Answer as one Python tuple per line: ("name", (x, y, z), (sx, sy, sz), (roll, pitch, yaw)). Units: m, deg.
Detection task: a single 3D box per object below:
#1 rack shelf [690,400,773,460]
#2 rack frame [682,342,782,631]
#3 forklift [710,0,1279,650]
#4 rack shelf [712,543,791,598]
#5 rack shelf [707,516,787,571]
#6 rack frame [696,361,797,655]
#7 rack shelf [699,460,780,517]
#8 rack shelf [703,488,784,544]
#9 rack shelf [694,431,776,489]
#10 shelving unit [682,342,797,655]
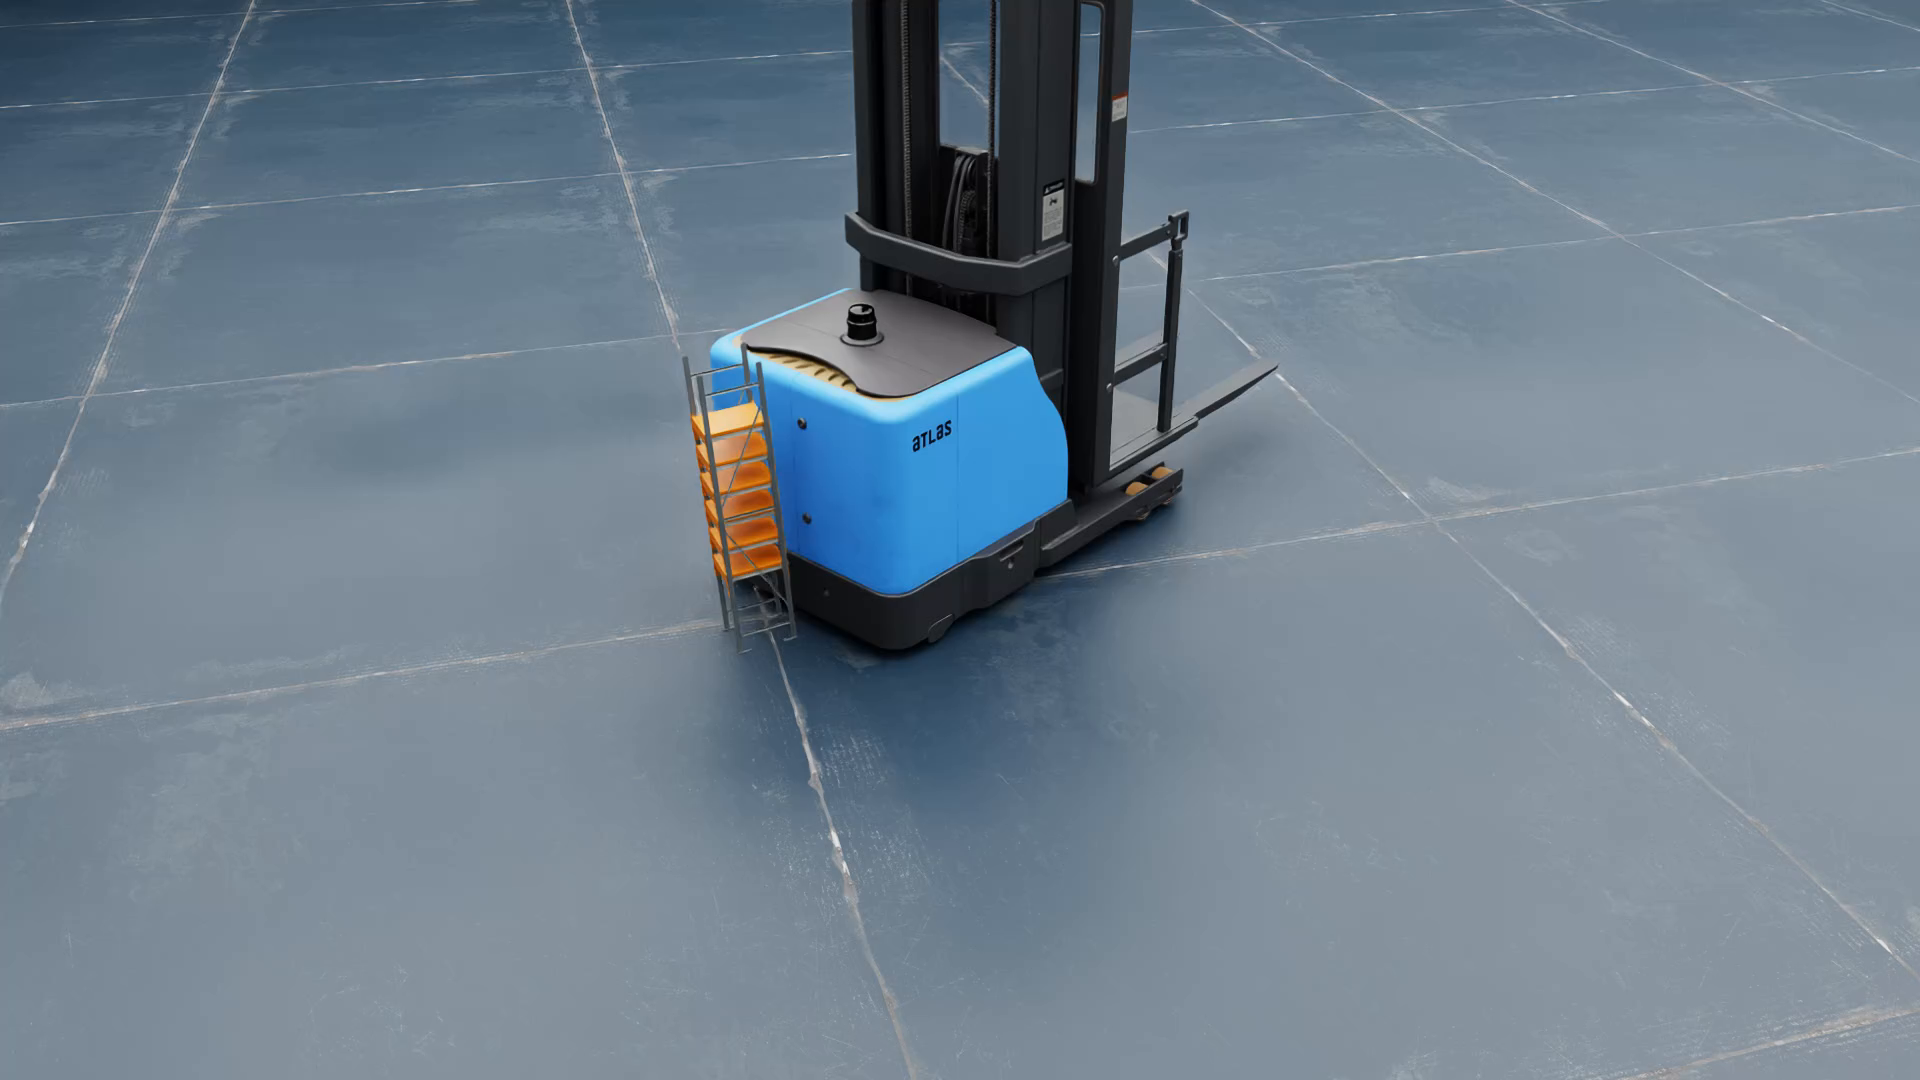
("rack shelf", (-0.839, -0.406, 6.110), (0.258, 0.103, 0.180), (-16, 33, -19))
("rack frame", (-0.859, -0.179, 6.347), (0.240, 1.200, 0.006), (-16, 33, -19))
("forklift", (0.358, -1.507, 6.927), (1.130, 2.935, 3.031), (24, 38, 35))
("rack shelf", (-0.806, 0.105, 6.423), (0.258, 0.103, 0.180), (-16, 33, -19))
("rack shelf", (-0.813, 0.003, 6.360), (0.258, 0.103, 0.180), (-16, 33, -19))
("rack frame", (-0.785, -0.095, 6.202), (0.240, 1.200, 0.006), (-16, 33, -19))
("rack shelf", (-0.826, -0.202, 6.235), (0.258, 0.103, 0.180), (-16, 33, -19))
("rack shelf", (-0.820, -0.100, 6.297), (0.258, 0.103, 0.180), (-16, 33, -19))
("rack shelf", (-0.833, -0.304, 6.172), (0.258, 0.103, 0.180), (-16, 33, -19))
("shelving unit", (-0.822, -0.137, 6.274), (0.258, 1.200, 0.189), (-16, 33, -19))
